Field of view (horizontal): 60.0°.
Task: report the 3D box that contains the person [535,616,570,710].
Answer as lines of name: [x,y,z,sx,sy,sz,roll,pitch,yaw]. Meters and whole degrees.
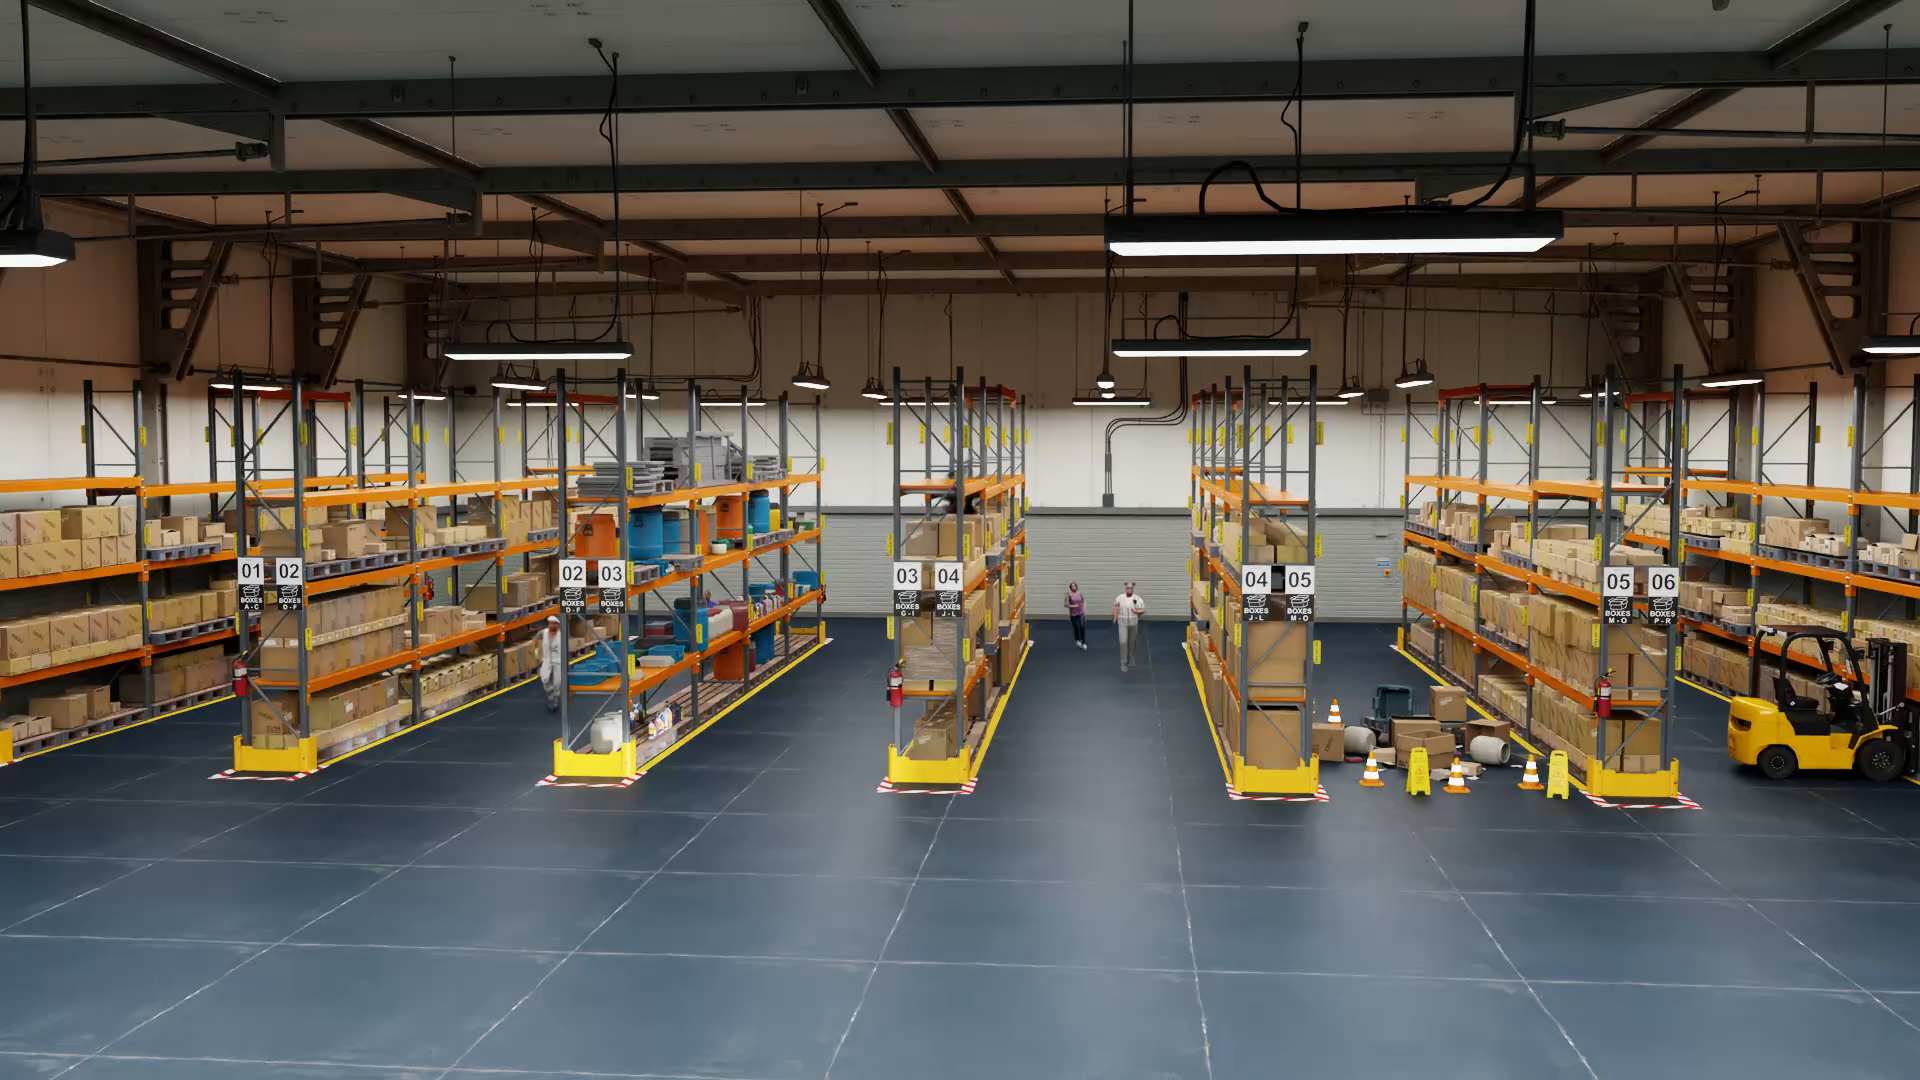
person: [-7.411,2.228,30.180,0.700,1.729,0.795,0,4,-2]

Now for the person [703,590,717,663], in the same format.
person: [-5.604,1.915,36.698,0.550,1.610,0.544,0,4,-1]

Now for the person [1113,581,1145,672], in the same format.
person: [3.461,1.741,34.066,0.653,1.792,0.855,0,4,4]

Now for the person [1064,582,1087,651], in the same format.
person: [2.711,1.777,39.219,0.550,1.596,0.769,0,4,-8]
